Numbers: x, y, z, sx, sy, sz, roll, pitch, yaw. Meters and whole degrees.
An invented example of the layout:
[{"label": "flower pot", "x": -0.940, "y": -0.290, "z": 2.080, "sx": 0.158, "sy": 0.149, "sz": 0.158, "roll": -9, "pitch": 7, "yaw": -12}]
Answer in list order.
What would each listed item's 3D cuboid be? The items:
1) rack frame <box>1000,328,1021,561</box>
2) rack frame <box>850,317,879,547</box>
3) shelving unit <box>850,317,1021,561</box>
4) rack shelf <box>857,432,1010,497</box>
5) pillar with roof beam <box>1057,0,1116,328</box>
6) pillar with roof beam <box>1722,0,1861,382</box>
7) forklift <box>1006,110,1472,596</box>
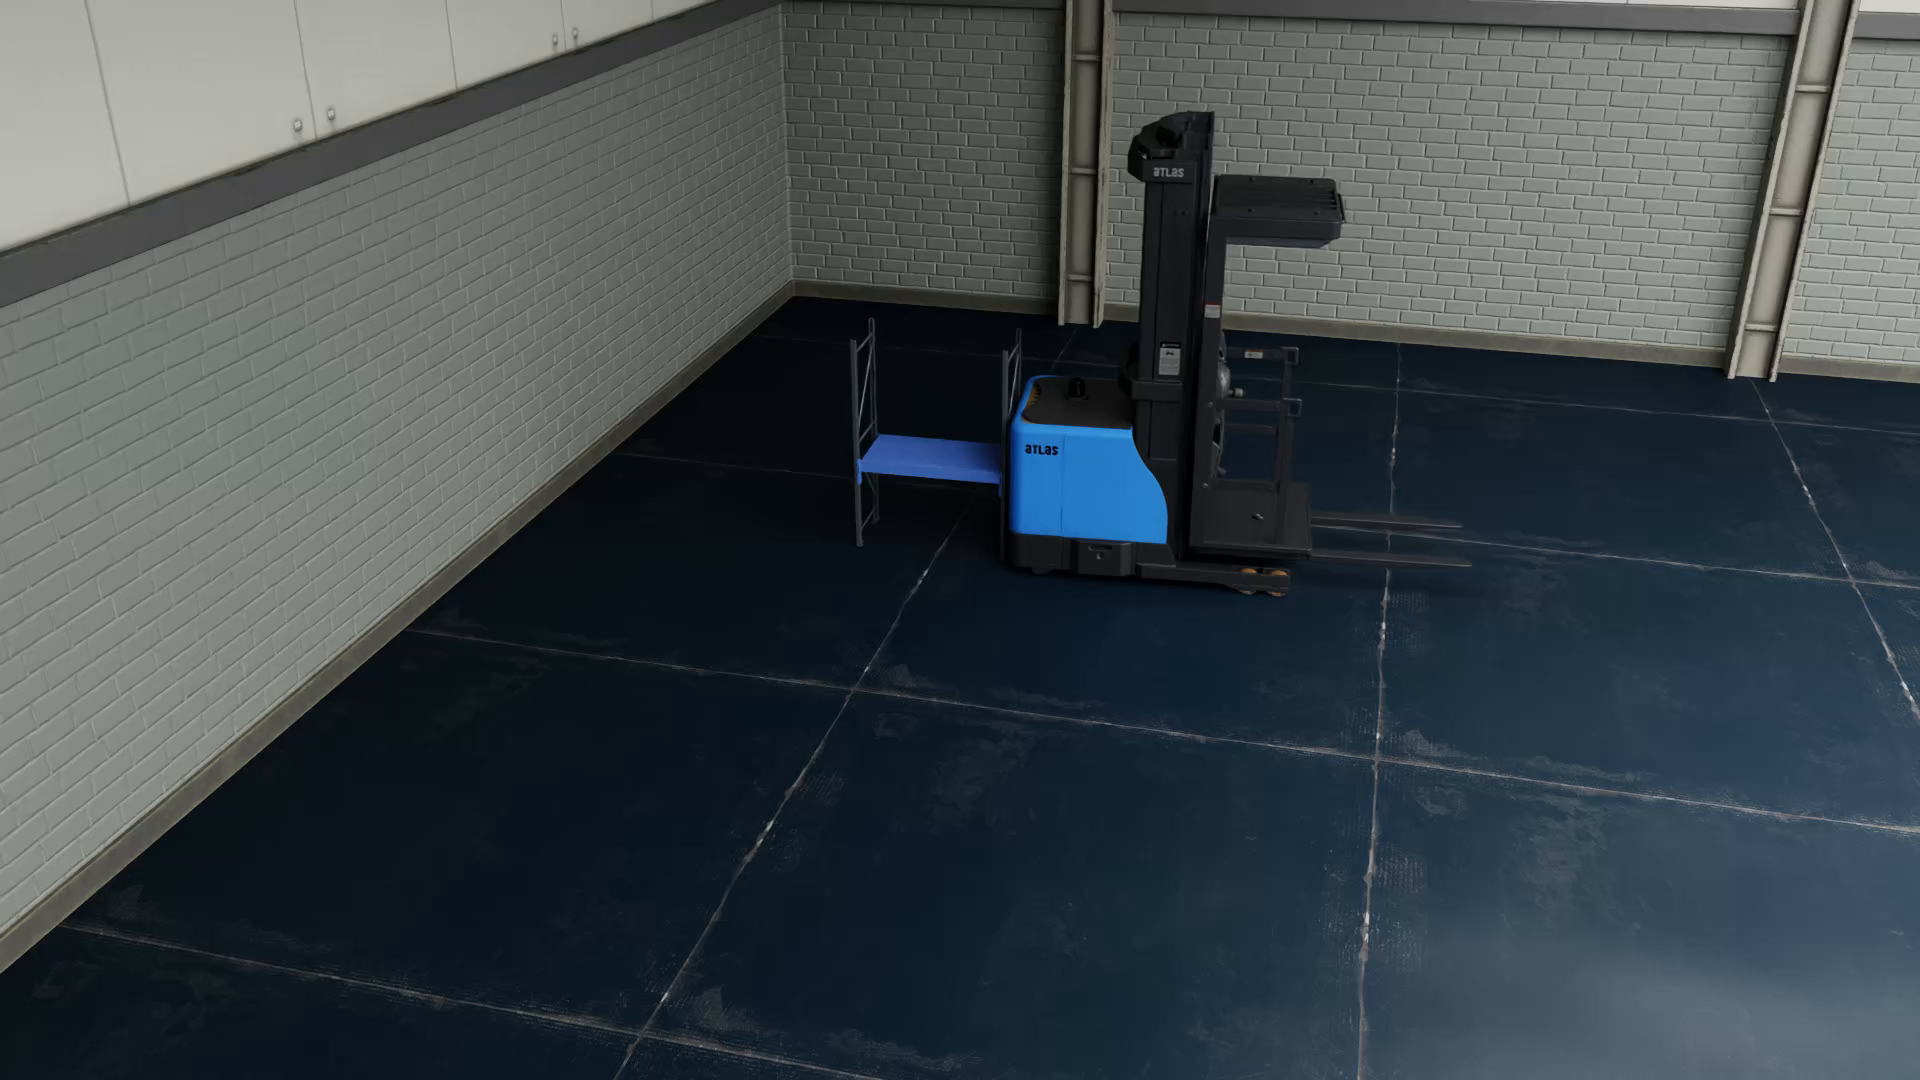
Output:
[{"label": "rack frame", "x": 0.342, "y": -0.638, "z": 11.227, "sx": 0.032, "sy": 1.500, "sz": 0.500, "roll": 5, "pitch": 26, "yaw": 11}, {"label": "rack frame", "x": -0.651, "y": -0.732, "z": 11.425, "sx": 0.032, "sy": 1.500, "sz": 0.500, "roll": 5, "pitch": 26, "yaw": 11}, {"label": "shelving unit", "x": -0.155, "y": -0.685, "z": 11.326, "sx": 1.048, "sy": 1.500, "sz": 0.538, "roll": 5, "pitch": 26, "yaw": 11}, {"label": "rack shelf", "x": -0.155, "y": -0.523, "z": 11.403, "sx": 1.000, "sy": 0.185, "sz": 0.538, "roll": 5, "pitch": 26, "yaw": 11}, {"label": "pillar with roof beam", "x": 0.094, "y": -4.380, "z": 10.363, "sx": 0.400, "sy": 9.000, "sz": 9.100, "roll": 6, "pitch": 26, "yaw": 13}, {"label": "pillar with roof beam", "x": 5.905, "y": -3.737, "z": 9.014, "sx": 0.400, "sy": 9.000, "sz": 9.100, "roll": 6, "pitch": 26, "yaw": 13}, {"label": "forklift", "x": 1.876, "y": -1.202, "z": 10.747, "sx": 3.031, "sy": 2.935, "sz": 1.130, "roll": 4, "pitch": 26, "yaw": 8}]
